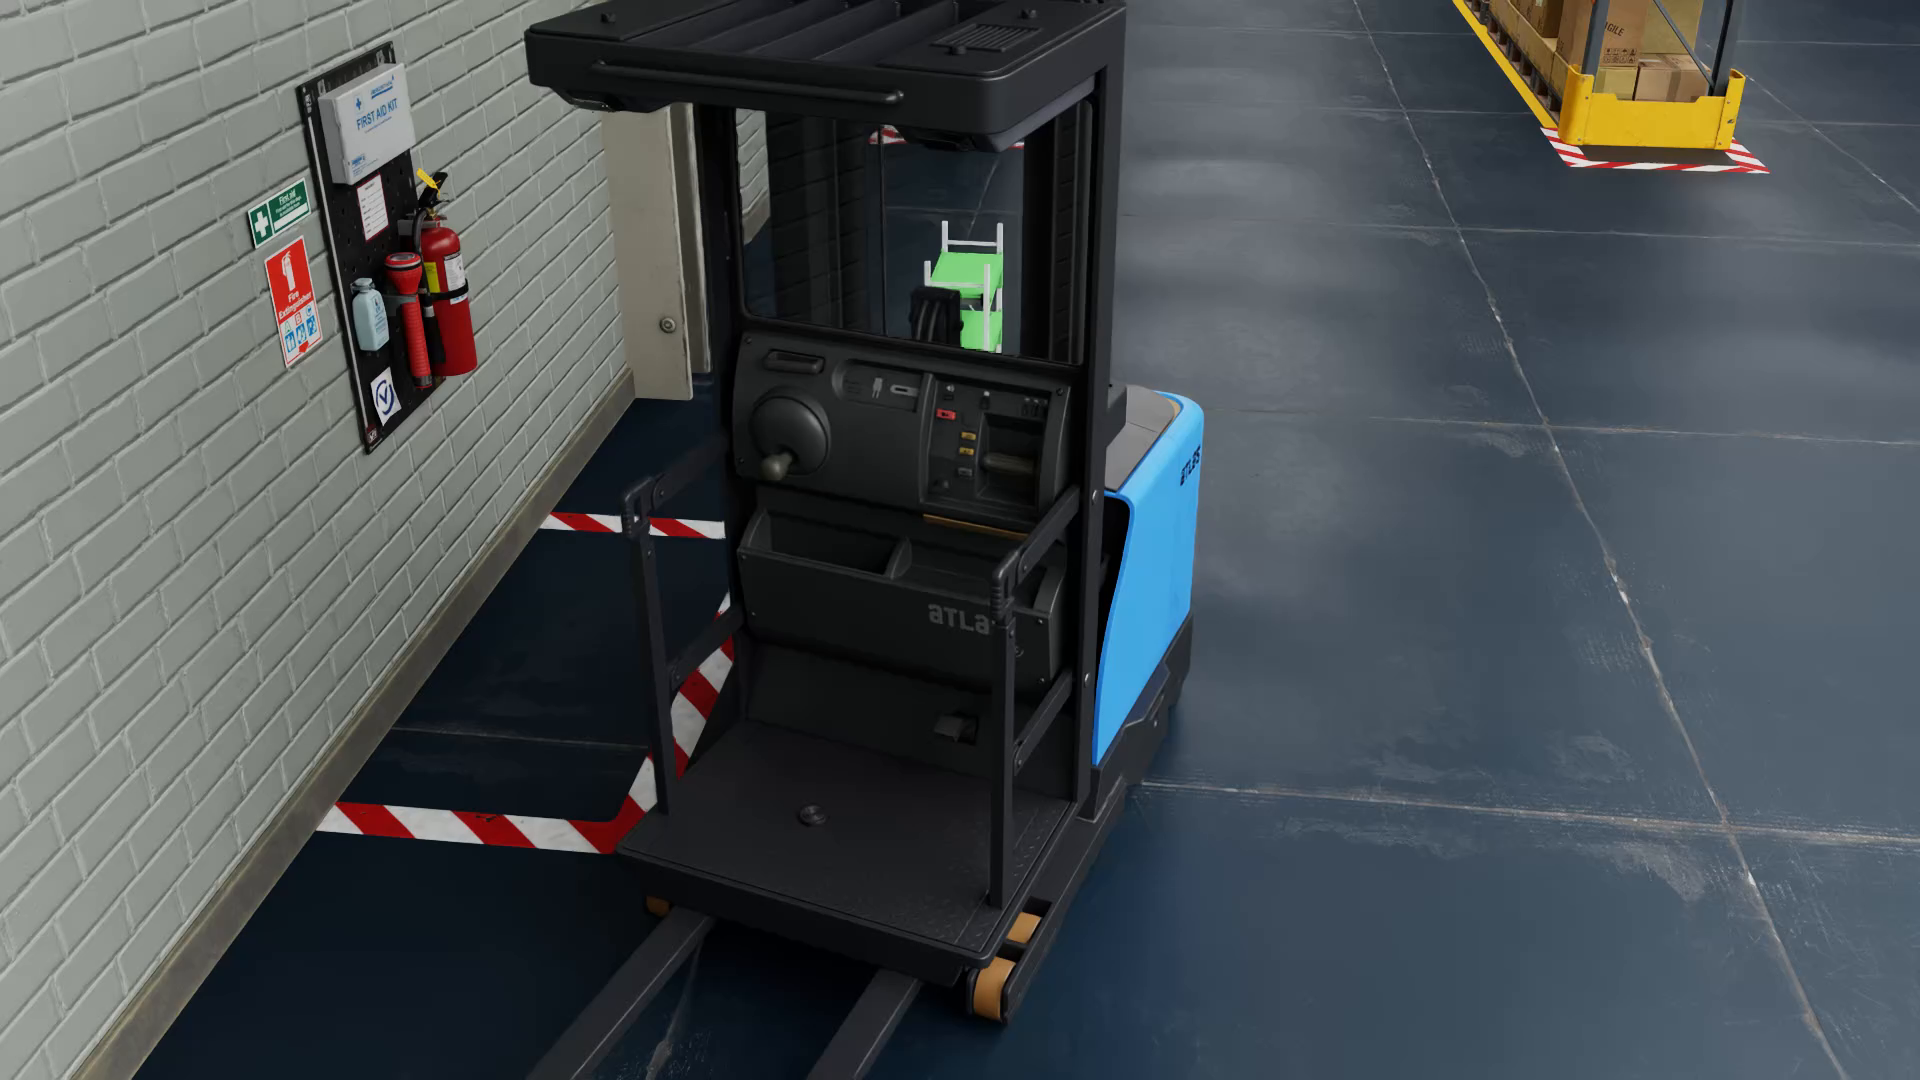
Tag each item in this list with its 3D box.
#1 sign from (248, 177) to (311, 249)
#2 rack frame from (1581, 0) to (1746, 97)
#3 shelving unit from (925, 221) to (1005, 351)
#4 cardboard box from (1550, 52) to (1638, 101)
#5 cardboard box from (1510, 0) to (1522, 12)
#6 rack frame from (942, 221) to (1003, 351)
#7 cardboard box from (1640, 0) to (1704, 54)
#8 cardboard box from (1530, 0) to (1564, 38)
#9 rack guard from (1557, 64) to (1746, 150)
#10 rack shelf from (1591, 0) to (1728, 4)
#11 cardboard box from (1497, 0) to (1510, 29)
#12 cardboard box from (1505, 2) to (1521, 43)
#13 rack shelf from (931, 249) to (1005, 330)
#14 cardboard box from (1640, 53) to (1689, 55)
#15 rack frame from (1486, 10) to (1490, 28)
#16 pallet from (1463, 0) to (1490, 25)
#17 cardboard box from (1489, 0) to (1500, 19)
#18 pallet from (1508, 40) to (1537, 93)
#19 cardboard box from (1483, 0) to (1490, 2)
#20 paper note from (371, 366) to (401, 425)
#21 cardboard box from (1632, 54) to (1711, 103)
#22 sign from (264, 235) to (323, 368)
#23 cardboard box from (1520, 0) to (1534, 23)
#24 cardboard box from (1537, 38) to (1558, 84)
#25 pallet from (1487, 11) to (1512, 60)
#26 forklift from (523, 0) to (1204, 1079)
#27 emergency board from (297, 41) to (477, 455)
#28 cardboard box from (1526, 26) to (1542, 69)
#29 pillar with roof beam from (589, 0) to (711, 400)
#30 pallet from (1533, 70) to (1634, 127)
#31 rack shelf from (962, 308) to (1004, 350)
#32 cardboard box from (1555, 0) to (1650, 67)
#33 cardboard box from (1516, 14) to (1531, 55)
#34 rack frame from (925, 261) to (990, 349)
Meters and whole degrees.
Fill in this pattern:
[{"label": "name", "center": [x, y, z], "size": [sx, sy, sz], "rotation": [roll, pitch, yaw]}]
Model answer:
[{"label": "sign", "center": [-1.927, -0.930, 4.717], "size": [0.001, 0.109, 0.331], "rotation": [3, 28, 6]}, {"label": "rack frame", "center": [4.999, -4.253, 11.482], "size": [1.000, 3.000, 0.127], "rotation": [3, 28, 6]}, {"label": "shelving unit", "center": [0.020, -0.606, 6.610], "size": [0.258, 1.200, 0.503], "rotation": [3, 28, 6]}, {"label": "cardboard box", "center": [4.771, -3.497, 12.535], "size": [0.500, 0.250, 0.500], "rotation": [3, 28, 6]}, {"label": "cardboard box", "center": [4.999, -4.770, 14.106], "size": [0.500, 0.500, 0.500], "rotation": [3, 28, 6]}, {"label": "rack frame", "center": [0.050, -0.721, 6.823], "size": [0.240, 1.200, 0.015], "rotation": [3, 28, 6]}, {"label": "cardboard box", "center": [5.345, -4.033, 12.738], "size": [0.500, 0.500, 0.500], "rotation": [3, 28, 6]}, {"label": "cardboard box", "center": [4.877, -4.299, 13.232], "size": [0.500, 0.500, 0.500], "rotation": [3, 28, 6]}, {"label": "rack guard", "center": [4.996, -3.141, 12.054], "size": [1.175, 0.500, 0.348], "rotation": [3, 28, 6]}, {"label": "rack shelf", "center": [5.244, -4.878, 13.400], "size": [1.077, 0.370, 4.000], "rotation": [3, 28, 6]}, {"label": "cardboard box", "center": [5.065, -4.675, 14.720], "size": [0.500, 0.250, 0.500], "rotation": [3, 28, 6]}, {"label": "cardboard box", "center": [4.999, -4.439, 14.284], "size": [0.500, 0.250, 0.500], "rotation": [3, 28, 6]}, {"label": "rack shelf", "center": [0.020, -0.972, 6.413], "size": [0.258, 0.148, 0.480], "rotation": [3, 28, 6]}, {"label": "cardboard box", "center": [5.343, -3.702, 12.916], "size": [0.500, 0.250, 0.500], "rotation": [3, 28, 6]}, {"label": "rack frame", "center": [5.489, -6.136, 14.977], "size": [1.000, 3.000, 0.127], "rotation": [3, 28, 6]}, {"label": "pallet", "center": [5.541, -5.257, 16.286], "size": [1.003, 0.211, 1.213], "rotation": [3, 28, 6]}, {"label": "cardboard box", "center": [5.131, -4.910, 15.157], "size": [0.500, 0.250, 0.500], "rotation": [3, 28, 6]}, {"label": "pallet", "center": [5.203, -3.961, 13.879], "size": [1.003, 0.211, 1.213], "rotation": [3, 28, 6]}, {"label": "cardboard box", "center": [5.252, -5.322, 15.923], "size": [0.500, 0.250, 0.500], "rotation": [3, 28, 6]}, {"label": "paper note", "center": [-1.857, -0.466, 5.382], "size": [0.016, 0.148, 0.142], "rotation": [3, 28, 6]}, {"label": "cardboard box", "center": [5.285, -3.467, 12.479], "size": [0.500, 0.250, 0.500], "rotation": [3, 28, 6]}, {"label": "sign", "center": [-1.937, -0.695, 4.840], "size": [0.001, 0.329, 0.234], "rotation": [3, 28, 6]}, {"label": "cardboard box", "center": [4.940, -4.534, 13.669], "size": [0.500, 0.500, 0.500], "rotation": [3, 28, 6]}, {"label": "cardboard box", "center": [4.821, -3.733, 12.973], "size": [0.500, 0.250, 0.500], "rotation": [3, 28, 6]}, {"label": "pallet", "center": [5.350, -4.536, 14.948], "size": [1.003, 0.211, 1.213], "rotation": [3, 28, 6]}, {"label": "forklift", "center": [-0.248, -0.252, 4.128], "size": [1.130, 2.935, 3.031], "rotation": [11, 30, 20]}, {"label": "emergency board", "center": [-1.766, -0.934, 5.320], "size": [0.194, 1.169, 0.643], "rotation": [3, 28, 6]}, {"label": "cardboard box", "center": [4.880, -3.969, 13.410], "size": [0.500, 0.250, 0.500], "rotation": [3, 28, 6]}, {"label": "pillar with roof beam", "center": [2.847, -4.486, 5.588], "size": [9.100, 9.000, 0.400], "rotation": [3, 28, 6]}, {"label": "pallet", "center": [5.051, -3.388, 12.816], "size": [1.003, 0.211, 1.213], "rotation": [3, 28, 6]}, {"label": "rack shelf", "center": [0.020, -0.761, 6.527], "size": [0.258, 0.148, 0.480], "rotation": [3, 28, 6]}, {"label": "cardboard box", "center": [4.769, -3.827, 12.357], "size": [0.500, 0.500, 0.500], "rotation": [3, 28, 6]}, {"label": "cardboard box", "center": [4.943, -4.204, 13.847], "size": [0.500, 0.250, 0.500], "rotation": [3, 28, 6]}, {"label": "rack frame", "center": [-0.010, -0.491, 6.397], "size": [0.240, 1.200, 0.015], "rotation": [3, 28, 6]}]
